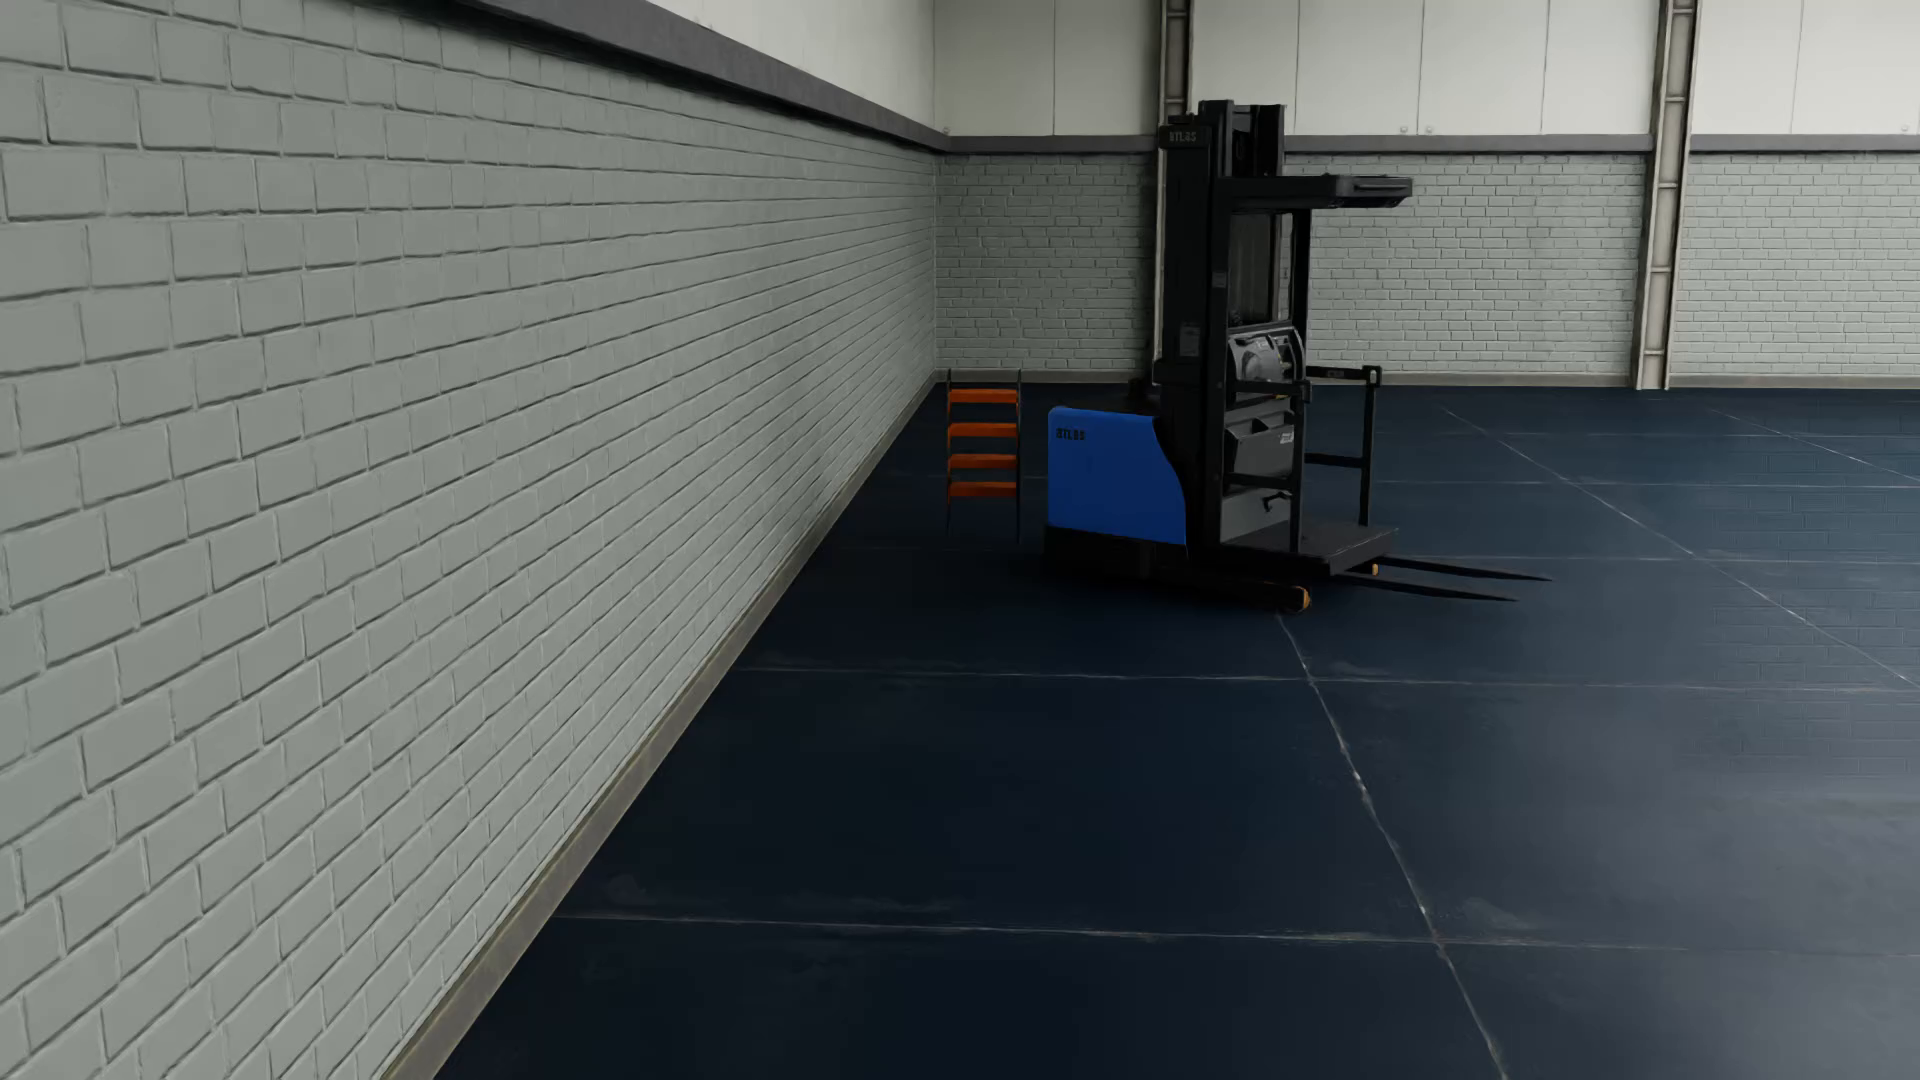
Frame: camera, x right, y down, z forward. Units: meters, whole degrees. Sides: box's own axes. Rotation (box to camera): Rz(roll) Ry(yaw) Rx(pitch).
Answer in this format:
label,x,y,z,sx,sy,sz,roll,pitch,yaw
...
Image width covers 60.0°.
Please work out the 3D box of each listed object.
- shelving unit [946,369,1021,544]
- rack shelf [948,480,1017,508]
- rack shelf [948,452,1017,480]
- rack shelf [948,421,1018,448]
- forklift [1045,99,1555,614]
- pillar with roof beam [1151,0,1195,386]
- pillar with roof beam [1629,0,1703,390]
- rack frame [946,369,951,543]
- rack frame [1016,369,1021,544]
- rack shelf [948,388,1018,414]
label,x,y,z,sx,sy,sz,roll,pitch,yaw
shelving unit,0.165,-0.585,11.634,0.503,1.200,0.258,1,12,4
rack shelf,0.165,-0.325,11.689,0.480,0.148,0.258,1,12,4
rack shelf,0.165,-0.519,11.648,0.480,0.148,0.258,1,12,4
rack shelf,0.165,-0.738,11.602,0.480,0.148,0.258,1,12,4
forklift,2.032,-1.127,9.995,3.031,2.935,1.130,9,15,36
pillar with roof beam,2.367,-5.512,16.139,0.400,9.000,9.100,1,12,4
pillar with roof beam,8.353,-5.430,15.747,0.400,9.000,9.100,1,12,4
rack frame,-0.078,-0.588,11.650,0.015,1.200,0.240,1,12,4
rack frame,0.409,-0.582,11.618,0.015,1.200,0.240,1,12,4
rack shelf,0.165,-0.970,11.554,0.480,0.148,0.258,1,12,4
